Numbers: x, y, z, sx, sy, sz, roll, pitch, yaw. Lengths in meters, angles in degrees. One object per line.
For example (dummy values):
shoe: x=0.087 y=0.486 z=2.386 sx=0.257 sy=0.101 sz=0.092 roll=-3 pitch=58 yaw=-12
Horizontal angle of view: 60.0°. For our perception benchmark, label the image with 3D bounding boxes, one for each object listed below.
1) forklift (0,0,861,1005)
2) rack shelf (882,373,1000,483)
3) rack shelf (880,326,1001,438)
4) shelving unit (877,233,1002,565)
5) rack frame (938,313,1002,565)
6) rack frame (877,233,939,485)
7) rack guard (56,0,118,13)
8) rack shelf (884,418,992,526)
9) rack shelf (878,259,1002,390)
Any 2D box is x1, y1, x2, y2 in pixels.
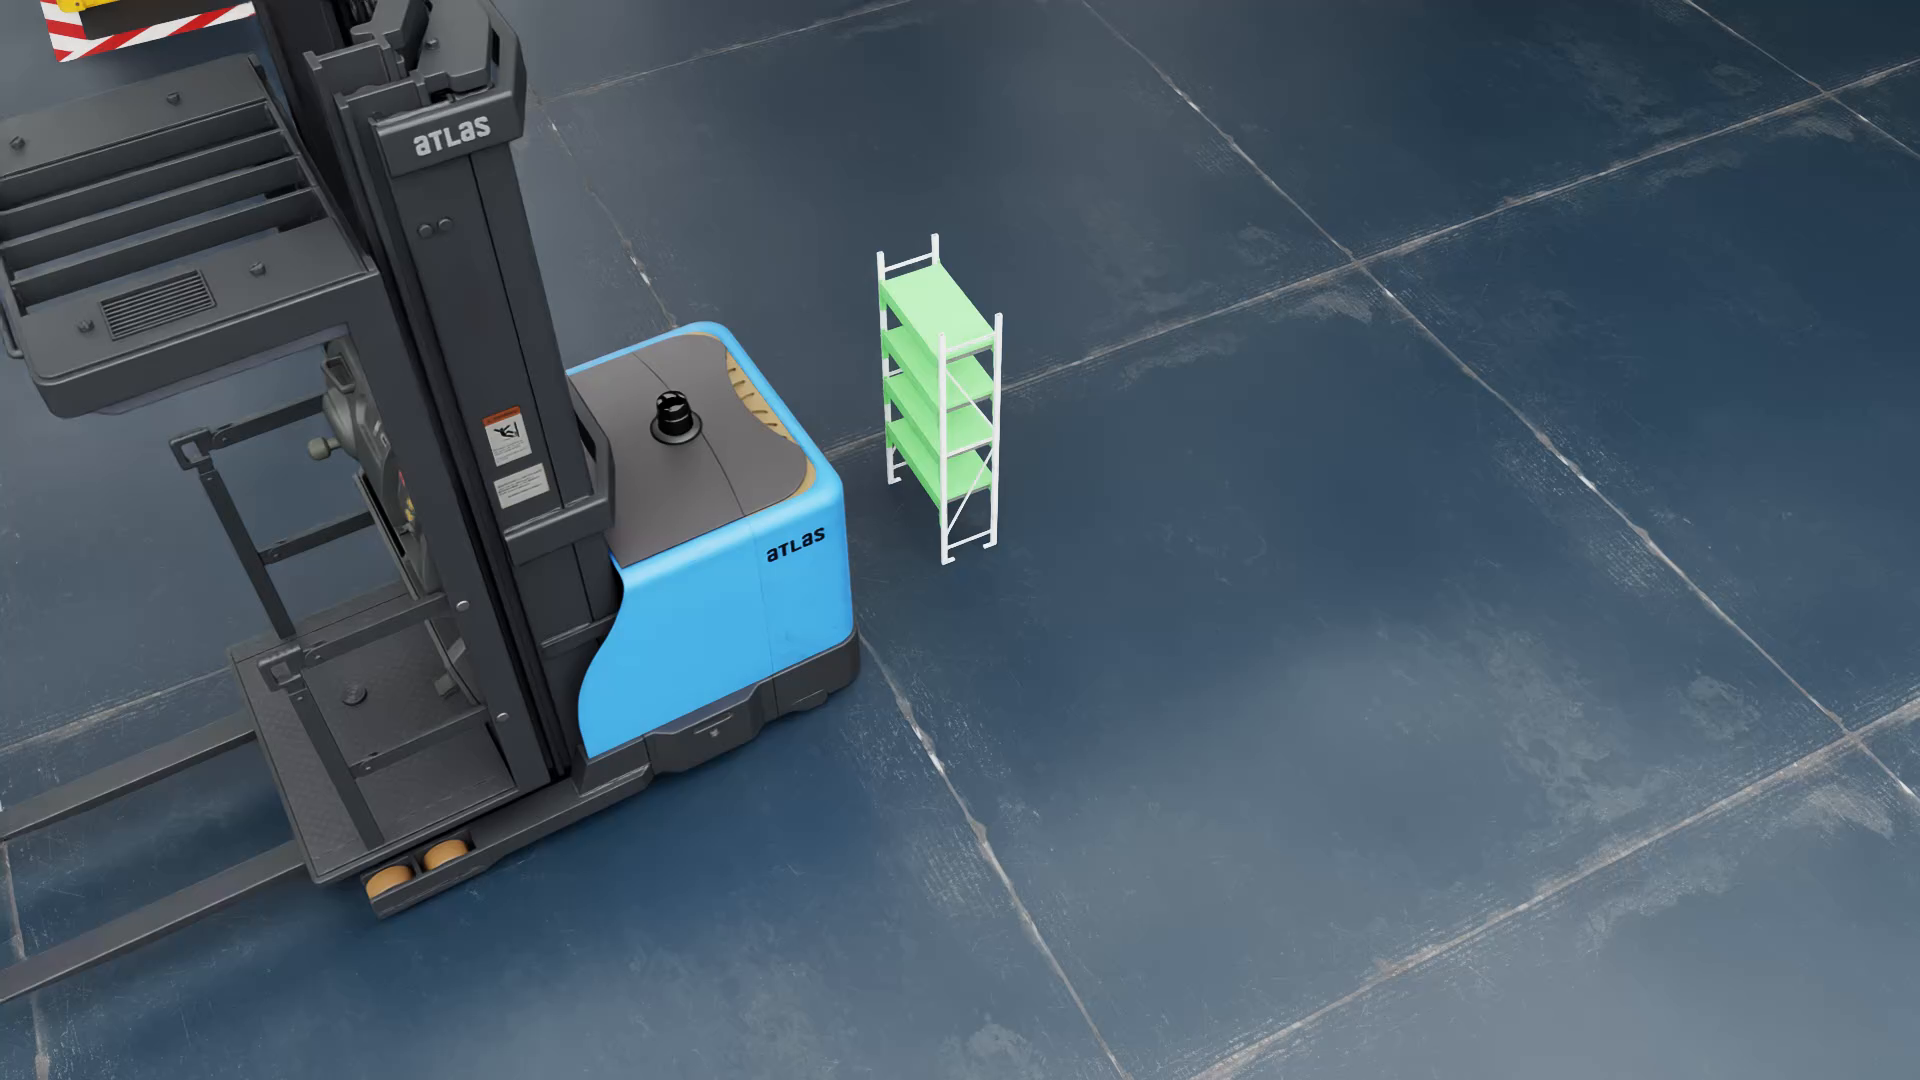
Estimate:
forklift: x=-1.897 y=-0.180 z=4.853 sx=3.031 sy=2.935 sz=1.130 roll=-24 pitch=53 yaw=-20
rack shelf: x=-0.076 y=-0.464 z=6.336 sx=0.258 sy=0.148 sz=0.480 roll=-21 pitch=52 yaw=-18
rack shelf: x=-0.076 y=-0.622 z=6.155 sx=0.258 sy=0.148 sz=0.480 roll=-21 pitch=52 yaw=-18
shelving unit: x=-0.076 y=-0.506 z=6.288 sx=0.258 sy=1.200 sz=0.503 roll=-21 pitch=52 yaw=-18
rack frame: x=0.036 y=-0.342 z=6.145 sx=0.240 sy=1.200 sz=0.015 roll=-21 pitch=52 yaw=-18
rack frame: x=-0.187 y=-0.669 z=6.431 sx=0.240 sy=1.200 sz=0.015 roll=-21 pitch=52 yaw=-18
rack guard: x=-4.515 y=-3.378 z=9.265 sx=1.175 sy=0.500 sz=0.348 roll=-21 pitch=52 yaw=-18
rack shelf: x=-0.076 y=-0.306 z=6.517 sx=0.258 sy=0.148 sz=0.480 roll=-21 pitch=52 yaw=-18
rack shelf: x=-0.076 y=-0.780 z=5.975 sx=0.258 sy=0.148 sz=0.480 roll=-21 pitch=52 yaw=-18
